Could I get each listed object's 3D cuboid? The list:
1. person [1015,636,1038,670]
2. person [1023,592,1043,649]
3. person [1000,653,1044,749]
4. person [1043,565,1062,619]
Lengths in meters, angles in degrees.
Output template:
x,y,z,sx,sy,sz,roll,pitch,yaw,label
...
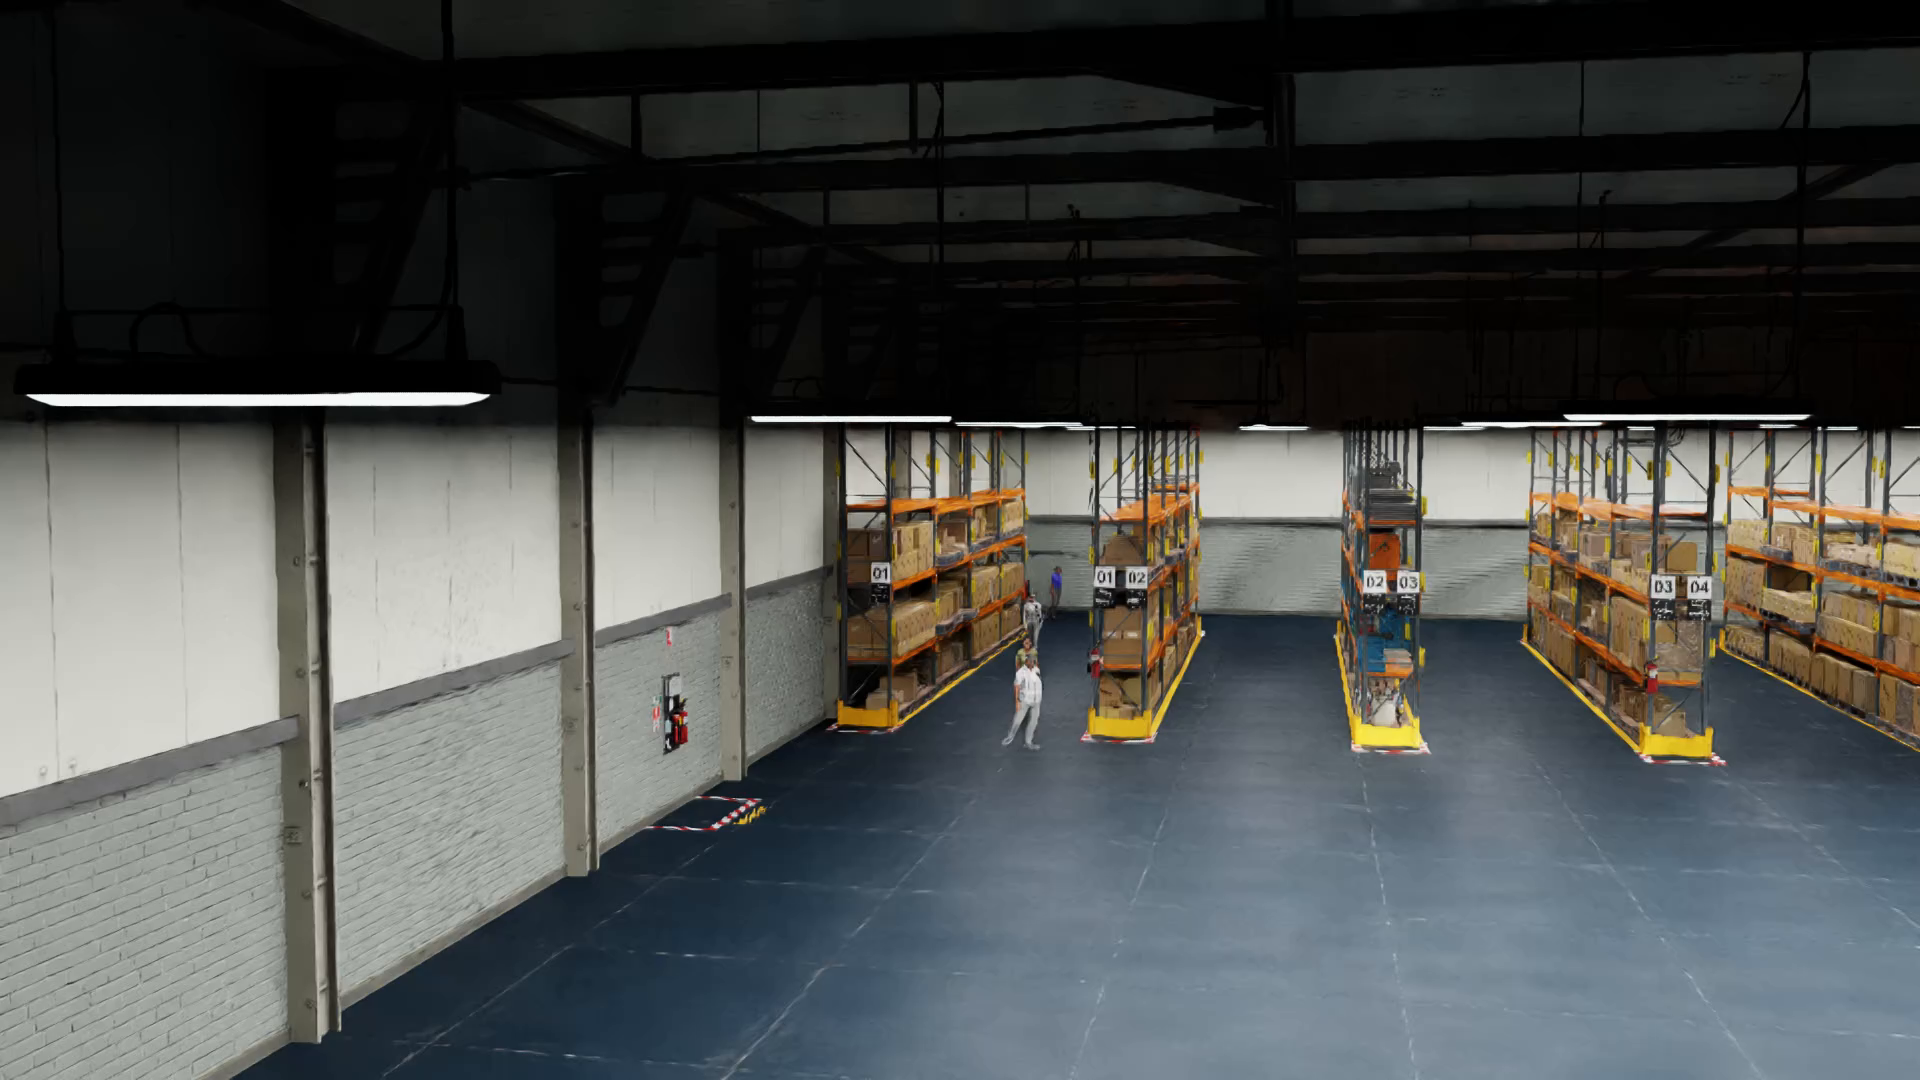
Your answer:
x,y,z,sx,sy,sz,roll,pitch,yaw,label
1.352,2.727,33.642,0.469,1.588,1.081,0,4,2,person
1.869,2.117,43.047,0.495,1.589,1.086,1,4,13,person
1.120,2.903,30.046,0.736,1.742,0.554,-2,4,-29,person
2.850,1.594,50.801,0.441,1.651,0.627,3,5,43,person
